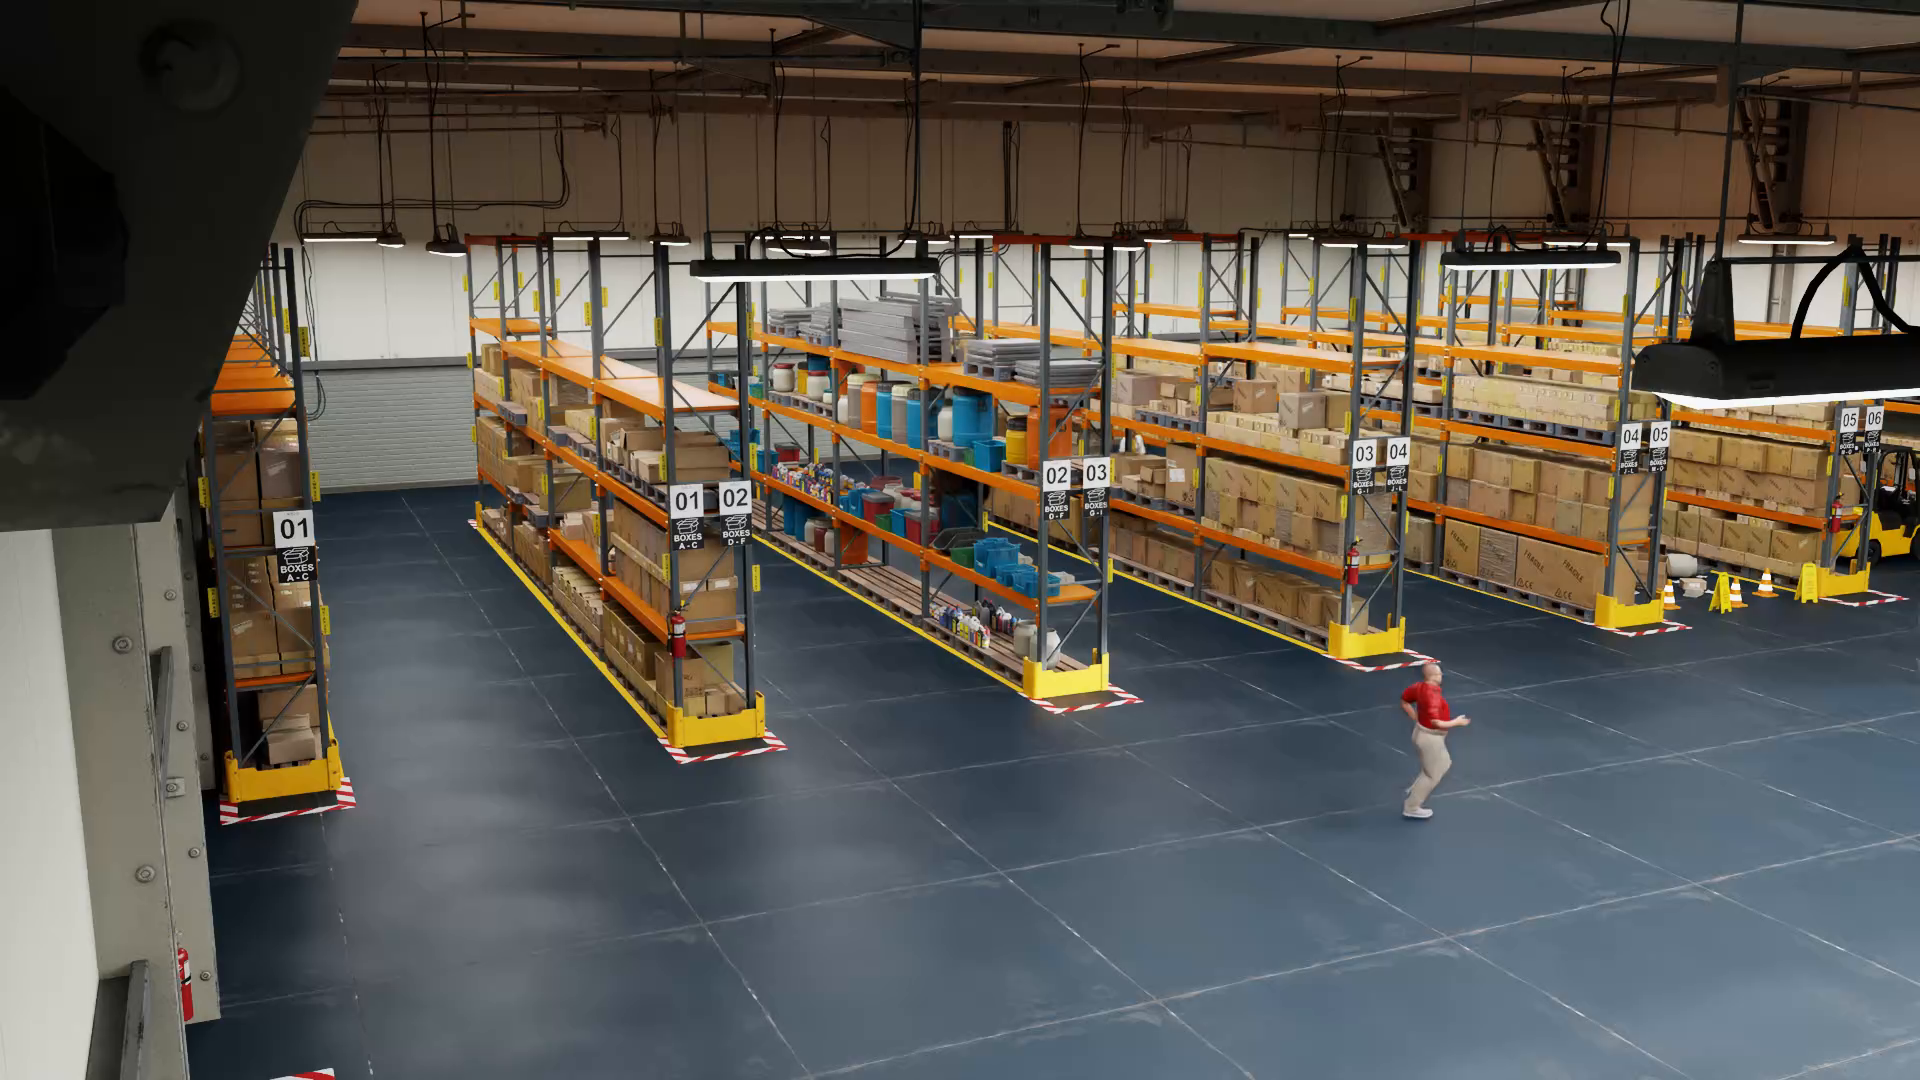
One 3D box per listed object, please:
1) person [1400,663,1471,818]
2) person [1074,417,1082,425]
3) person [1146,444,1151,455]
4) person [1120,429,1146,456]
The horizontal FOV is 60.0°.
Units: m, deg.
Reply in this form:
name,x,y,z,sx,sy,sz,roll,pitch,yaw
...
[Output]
name,x,y,z,sx,sy,sz,roll,pitch,yaw
person,5.055,2.131,17.692,0.645,1.705,0.640,-1,11,-3
person,2.748,-2.027,39.183,0.656,1.751,0.714,-2,11,-9
person,4.533,-2.495,41.820,0.850,1.531,0.600,7,13,32
person,3.835,-1.654,37.024,0.731,1.827,0.975,-4,12,-20
